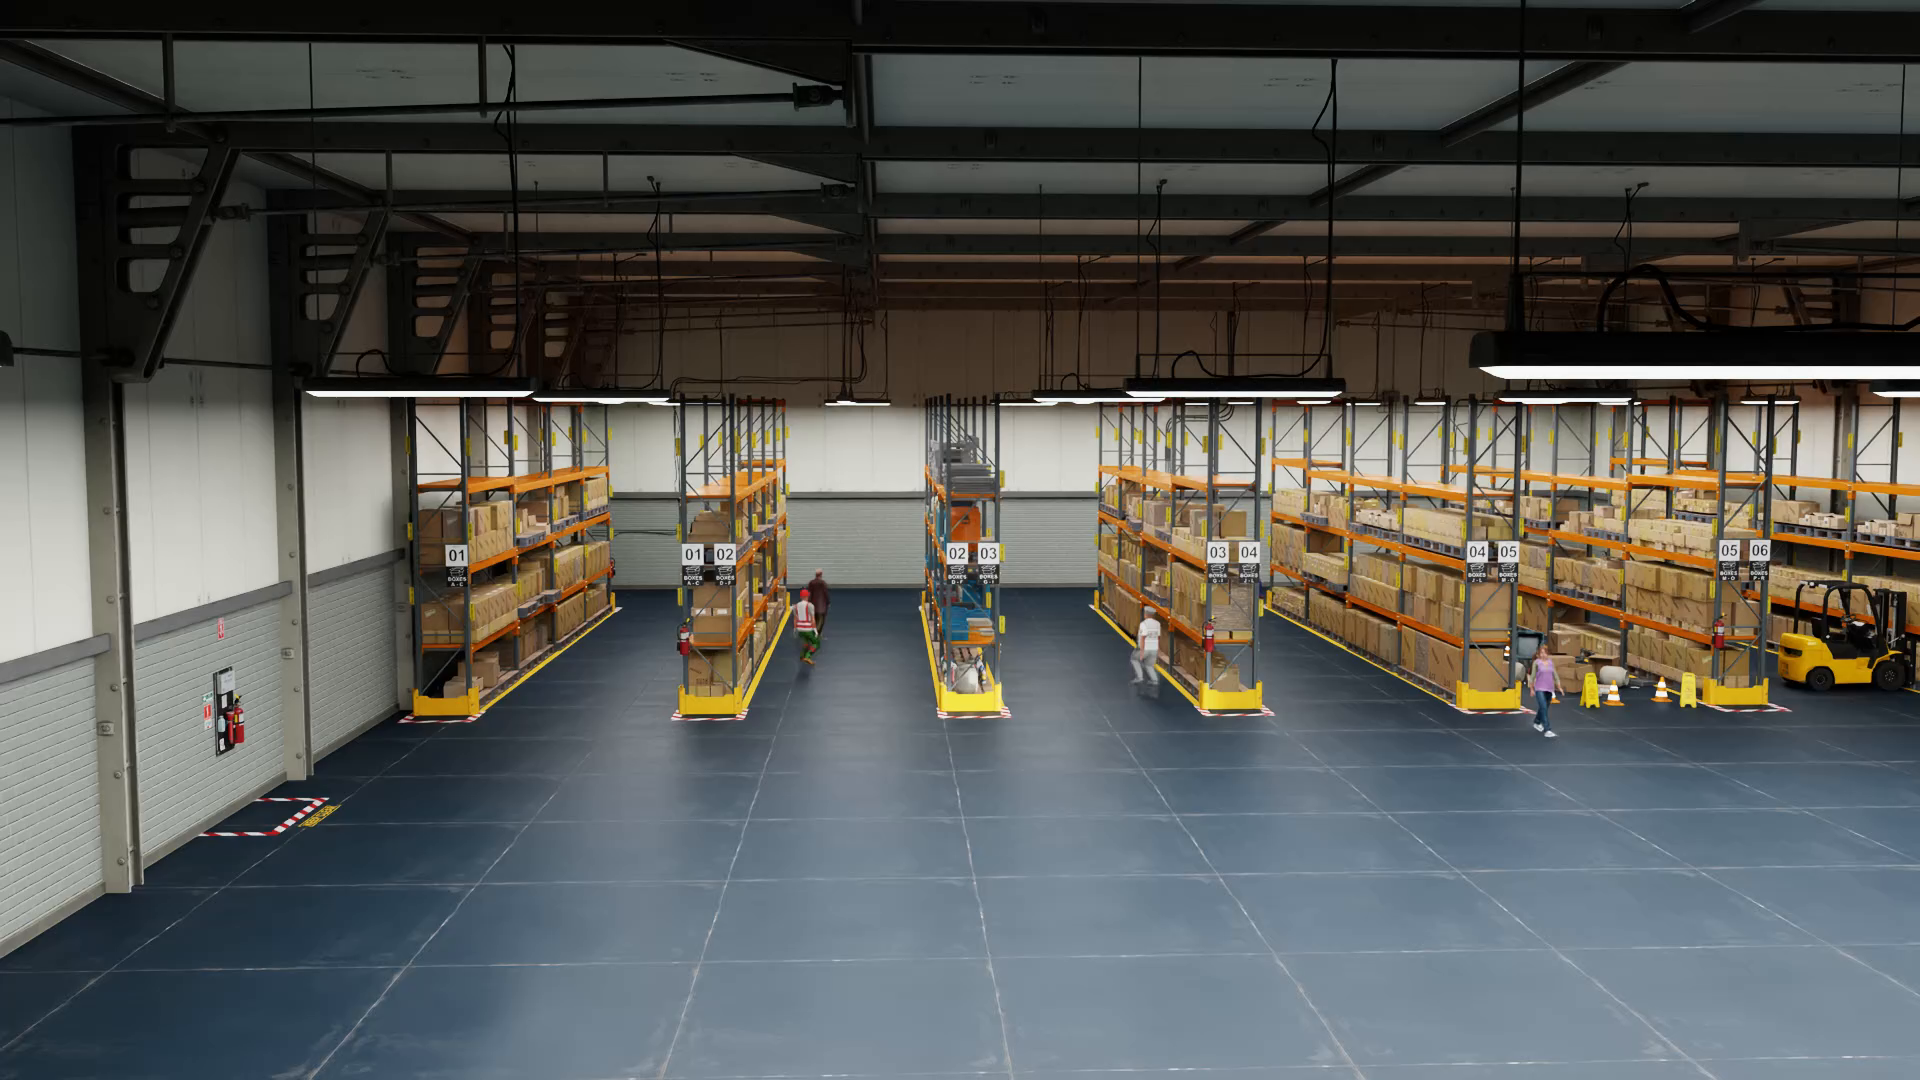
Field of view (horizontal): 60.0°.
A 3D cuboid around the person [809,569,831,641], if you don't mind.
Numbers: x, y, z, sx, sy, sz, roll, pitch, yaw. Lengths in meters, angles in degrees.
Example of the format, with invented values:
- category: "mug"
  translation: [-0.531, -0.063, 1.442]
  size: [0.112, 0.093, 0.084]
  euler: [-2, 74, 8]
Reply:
- category: "person"
  translation: [-3.490, 1.597, 41.046]
  size: [0.616, 1.773, 0.800]
  euler: [3, 6, 35]

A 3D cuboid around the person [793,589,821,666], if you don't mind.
- category: "person"
  translation: [-3.312, 1.874, 35.944]
  size: [0.579, 1.630, 0.648]
  euler: [2, 5, 28]

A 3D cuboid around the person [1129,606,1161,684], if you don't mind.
- category: "person"
  translation: [3.743, 2.083, 33.036]
  size: [0.549, 1.549, 0.737]
  euler: [-2, 5, -18]

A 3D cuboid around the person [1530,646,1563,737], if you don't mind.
- category: "person"
  translation: [10.253, 2.634, 29.086]
  size: [0.448, 1.547, 0.893]
  euler: [-1, 5, -8]

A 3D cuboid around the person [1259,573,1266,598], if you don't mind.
- category: "person"
  translation: [8.904, 0.963, 50.402]
  size: [0.938, 1.553, 0.472]
  euler: [4, 6, 43]
